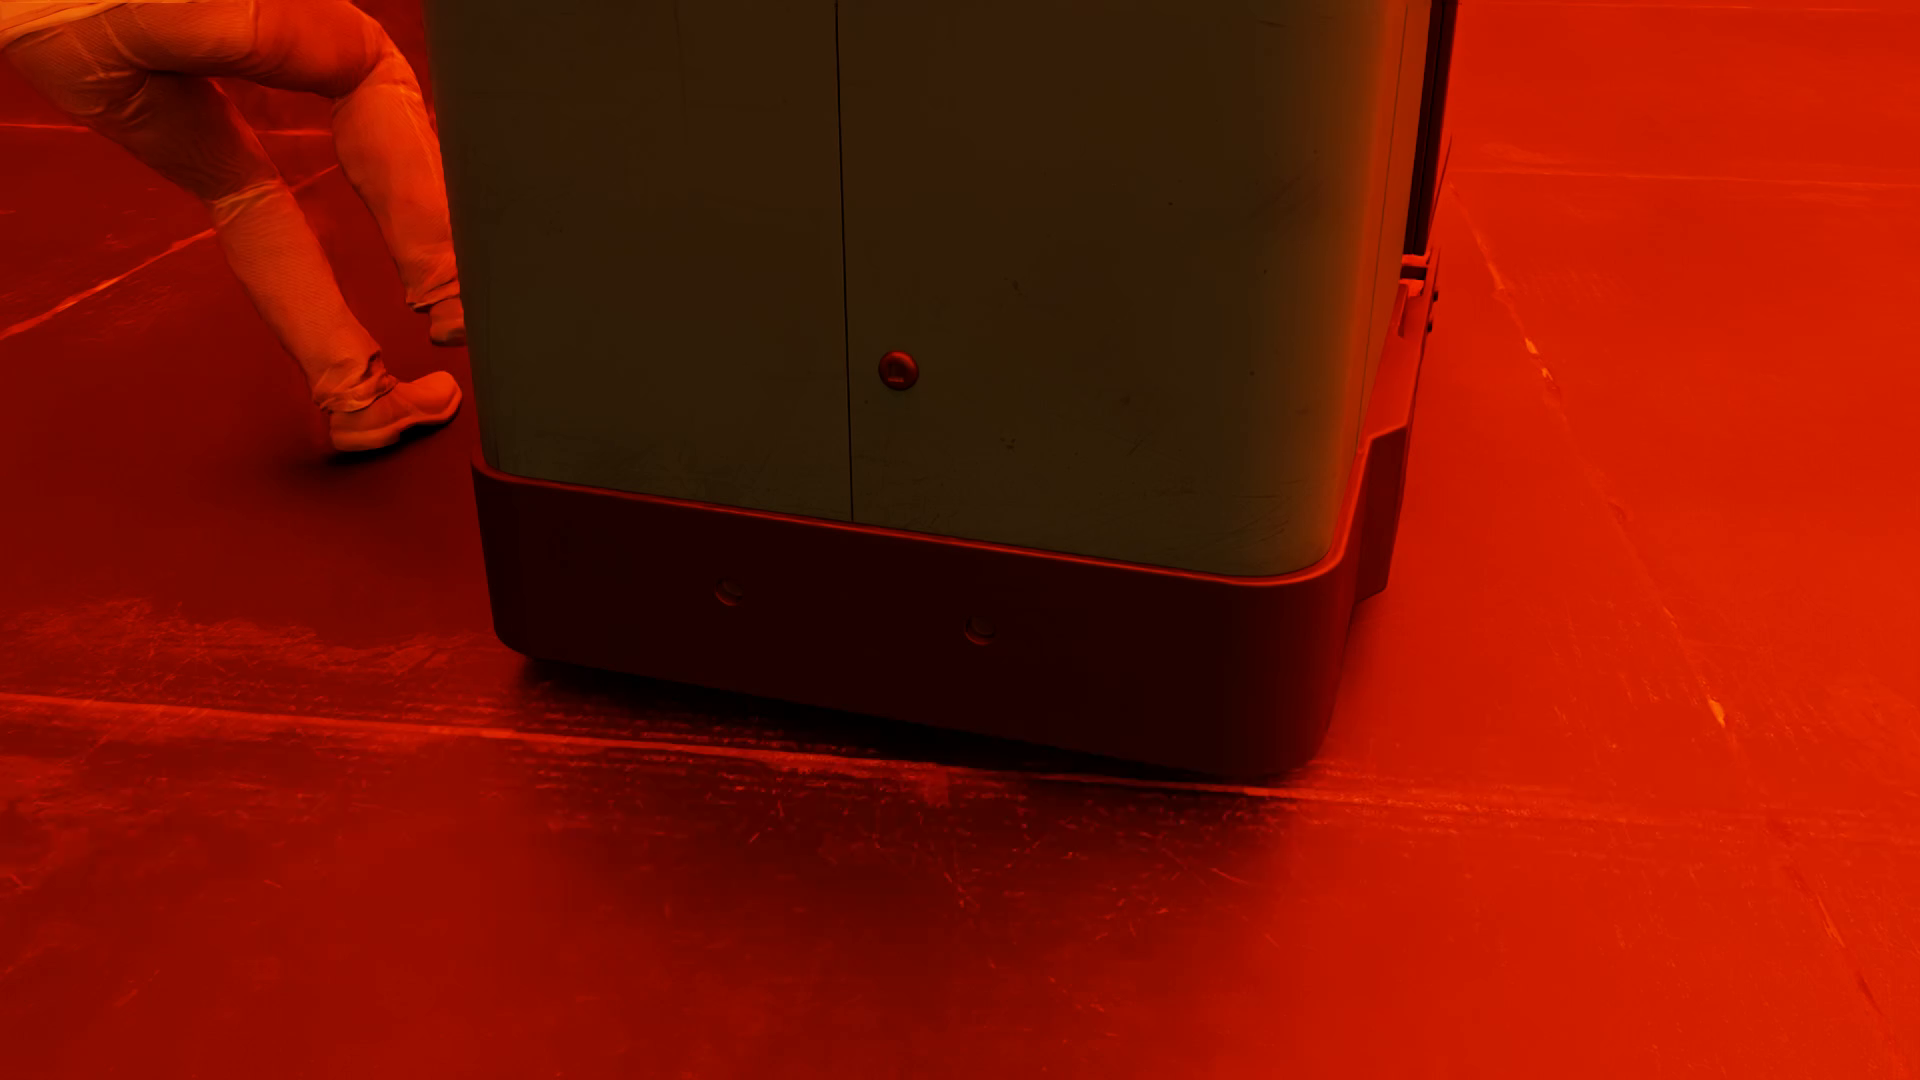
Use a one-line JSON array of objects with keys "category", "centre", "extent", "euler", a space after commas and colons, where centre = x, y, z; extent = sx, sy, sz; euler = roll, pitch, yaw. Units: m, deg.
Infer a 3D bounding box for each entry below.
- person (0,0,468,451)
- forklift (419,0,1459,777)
[{"category": "person", "centre": [-1.191, -0.948, 2.712], "extent": [1.089, 1.517, 0.929], "euler": [-4, 27, -7]}, {"category": "forklift", "centre": [0.334, -1.690, 2.604], "extent": [1.130, 2.935, 3.031], "euler": [8, 28, 16]}]
